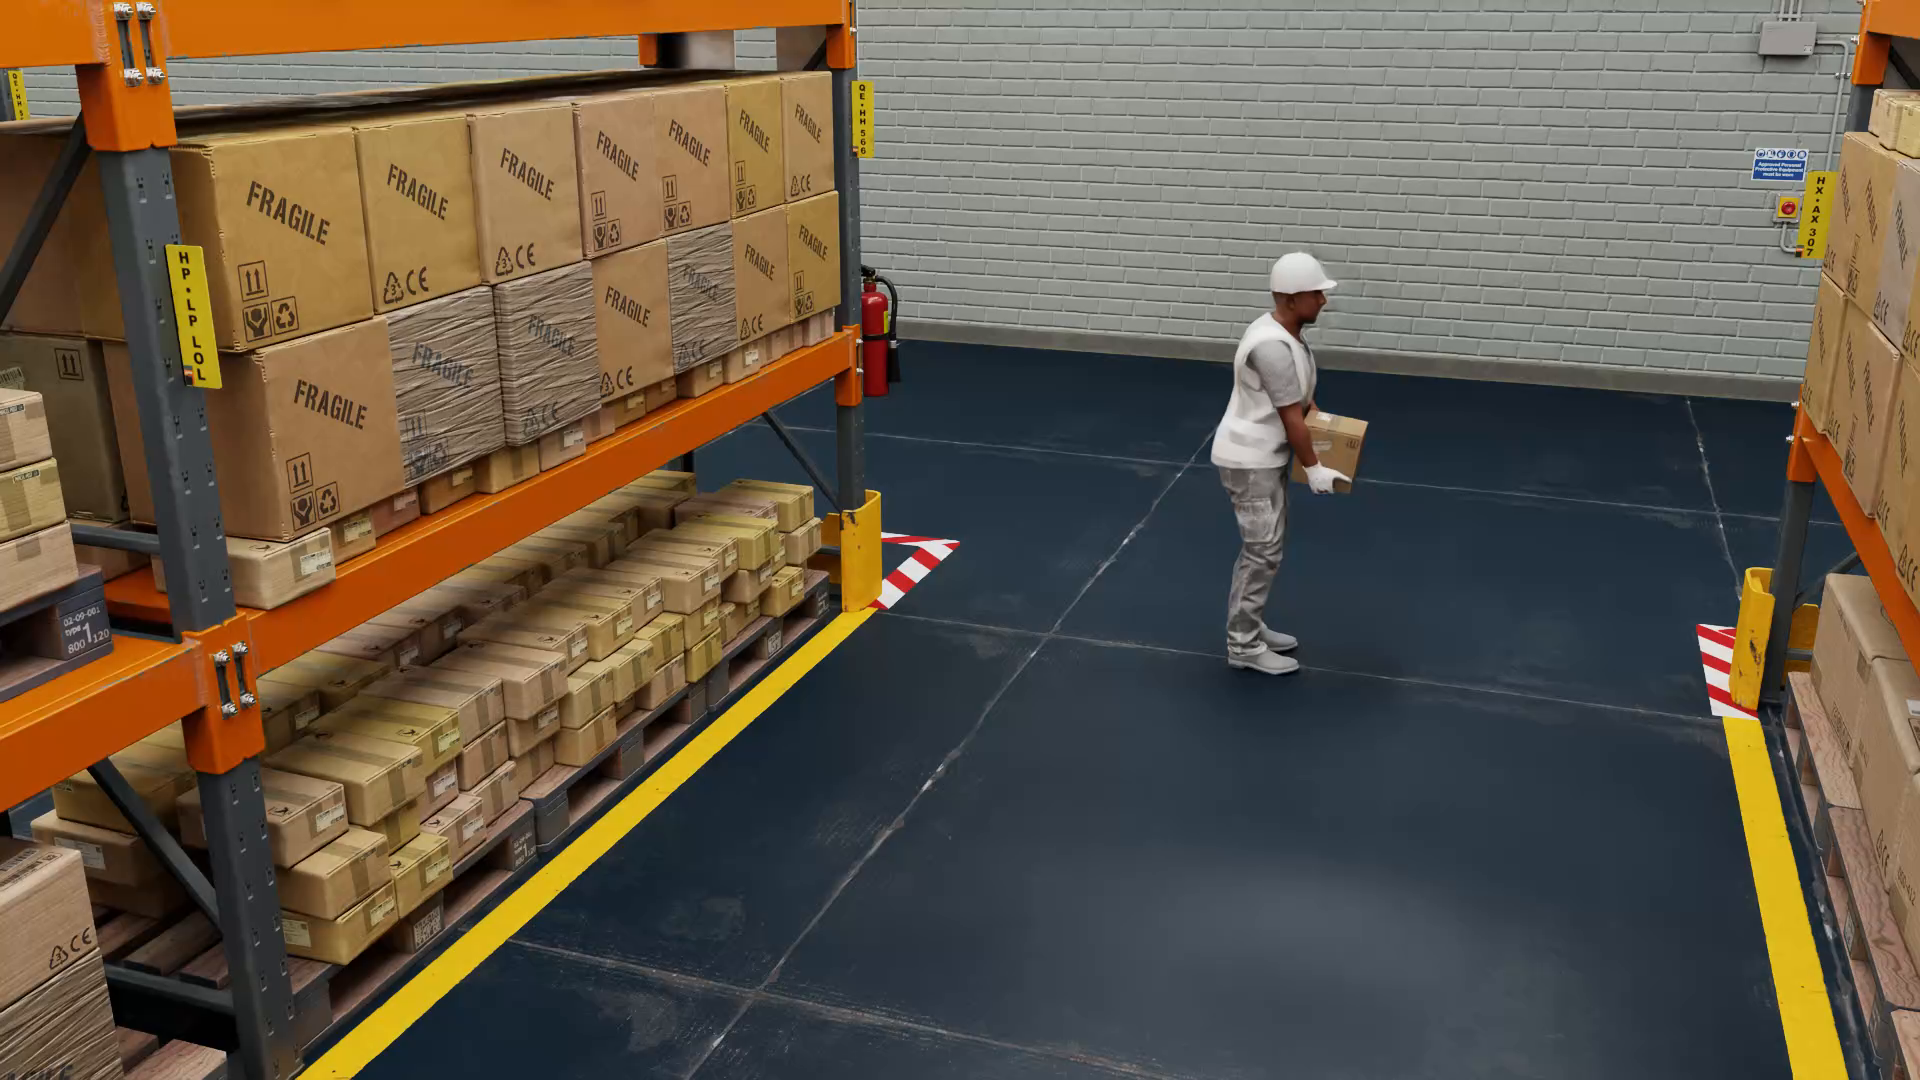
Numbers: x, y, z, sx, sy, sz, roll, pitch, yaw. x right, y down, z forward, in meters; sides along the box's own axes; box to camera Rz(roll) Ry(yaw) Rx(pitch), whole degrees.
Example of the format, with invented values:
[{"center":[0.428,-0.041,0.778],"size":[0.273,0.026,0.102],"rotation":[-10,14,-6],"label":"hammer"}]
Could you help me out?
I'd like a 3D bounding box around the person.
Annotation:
[{"center":[1.365,-0.323,7.013],"size":[0.597,1.770,0.490],"rotation":[6,19,17],"label":"person"}]
